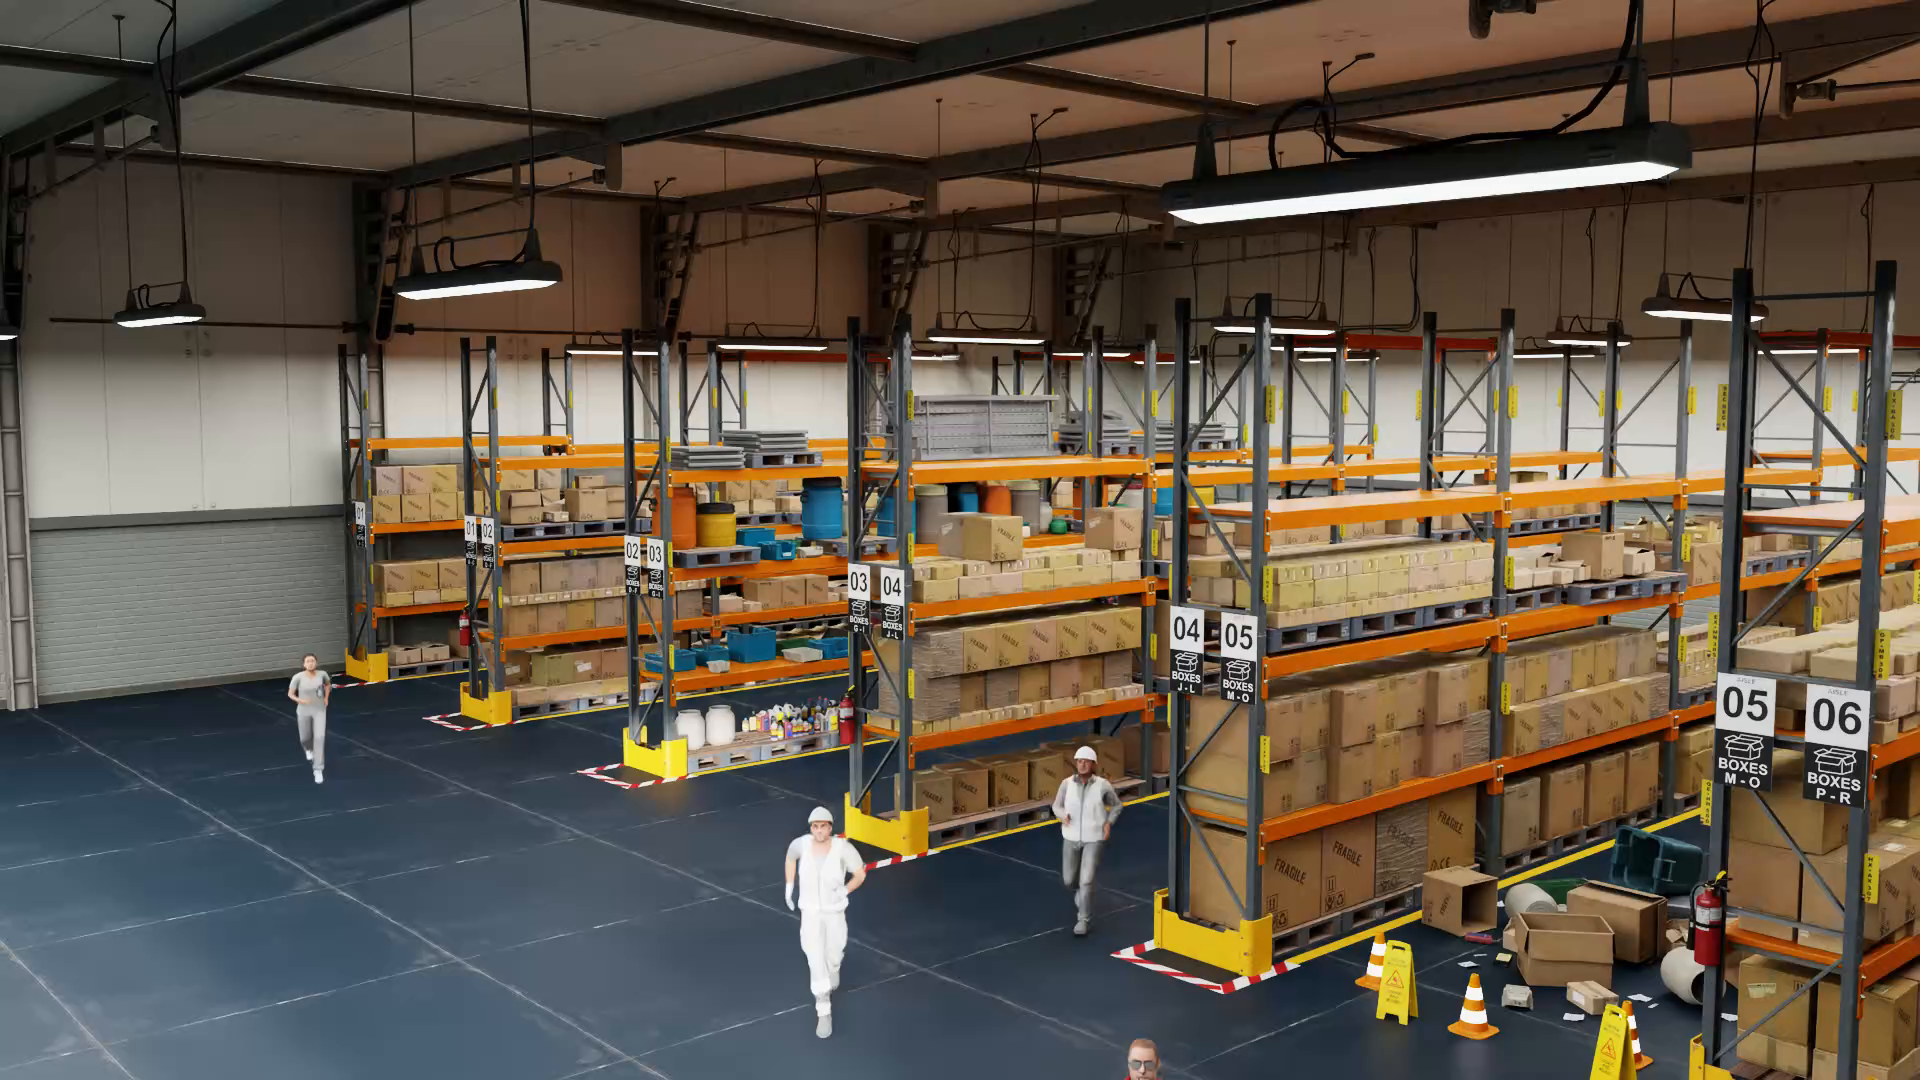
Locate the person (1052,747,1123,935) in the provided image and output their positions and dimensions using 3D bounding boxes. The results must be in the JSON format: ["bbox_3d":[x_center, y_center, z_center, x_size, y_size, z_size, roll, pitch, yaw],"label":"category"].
[{"bbox_3d":[1.215,2.862,16.058,0.670,1.741,0.825,2,5,17],"label":"person"}]

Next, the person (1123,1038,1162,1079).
[{"bbox_3d":[0.969,3.496,8.892,0.668,1.701,0.960,1,5,7],"label":"person"}]

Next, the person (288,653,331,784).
[{"bbox_3d":[-8.731,2.342,22.343,0.535,1.677,1.122,-2,5,-21],"label":"person"}]

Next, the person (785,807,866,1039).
[{"bbox_3d":[-1.117,3.046,13.700,0.685,1.772,1.046,0,5,2],"label":"person"}]
